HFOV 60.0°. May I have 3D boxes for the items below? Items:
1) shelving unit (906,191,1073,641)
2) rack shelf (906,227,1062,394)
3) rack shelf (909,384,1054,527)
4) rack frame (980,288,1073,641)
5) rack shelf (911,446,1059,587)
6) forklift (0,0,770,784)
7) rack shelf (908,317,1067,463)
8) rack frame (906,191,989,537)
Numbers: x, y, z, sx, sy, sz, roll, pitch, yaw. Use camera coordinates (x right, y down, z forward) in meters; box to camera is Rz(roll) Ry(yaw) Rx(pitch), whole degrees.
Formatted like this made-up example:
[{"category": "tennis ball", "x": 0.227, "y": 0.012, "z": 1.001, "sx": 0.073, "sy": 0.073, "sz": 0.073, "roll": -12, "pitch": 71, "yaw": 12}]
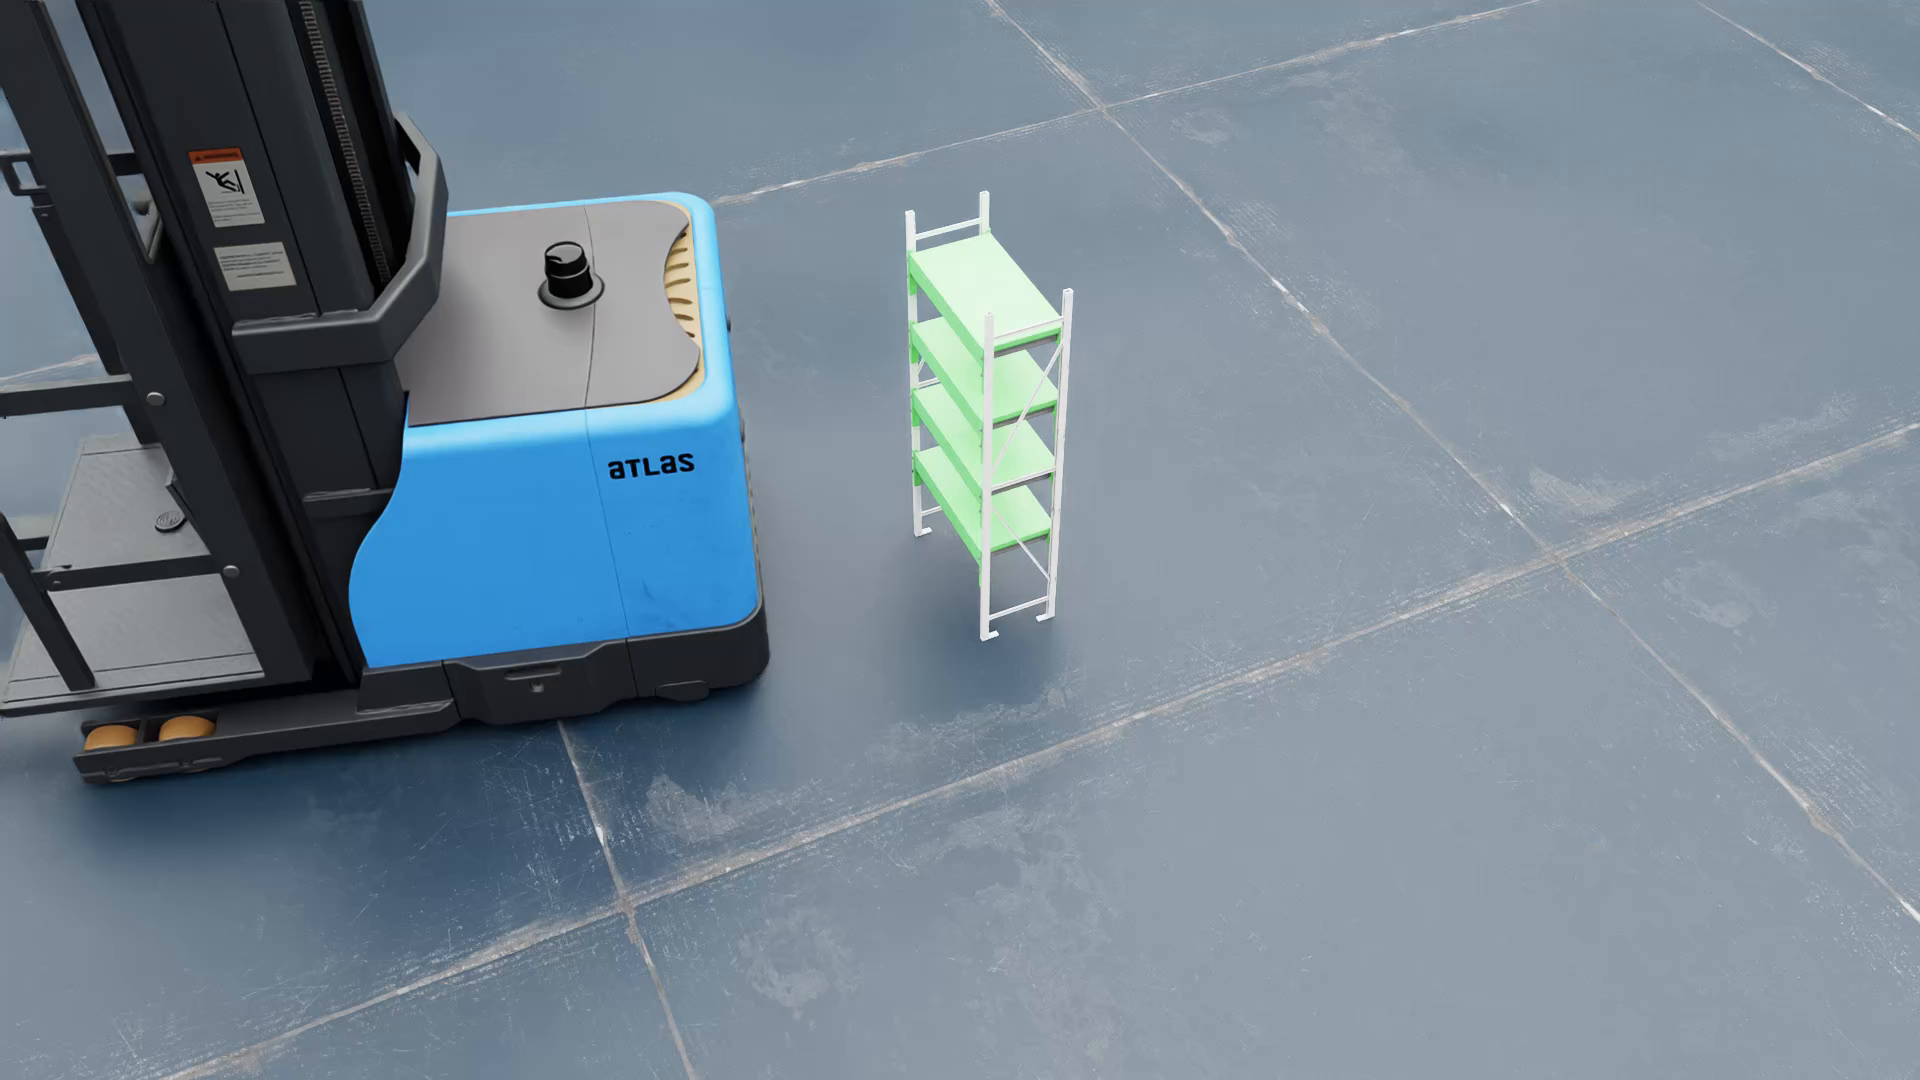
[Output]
[{"category": "shelving unit", "x": 0.070, "y": -0.322, "z": 4.722, "sx": 0.258, "sy": 1.200, "sz": 0.503, "roll": -18, "pitch": 47, "yaw": -17}, {"category": "rack shelf", "x": 0.070, "y": -0.618, "z": 4.429, "sx": 0.258, "sy": 0.148, "sz": 0.480, "roll": -18, "pitch": 47, "yaw": -17}, {"category": "rack shelf", "x": 0.070, "y": -0.276, "z": 4.767, "sx": 0.258, "sy": 0.148, "sz": 0.480, "roll": -18, "pitch": 47, "yaw": -17}, {"category": "rack frame", "x": 0.172, "y": -0.166, "z": 4.564, "sx": 0.240, "sy": 1.200, "sz": 0.015, "roll": -18, "pitch": 47, "yaw": -17}, {"category": "rack shelf", "x": 0.070, "y": -0.105, "z": 4.935, "sx": 0.258, "sy": 0.148, "sz": 0.480, "roll": -18, "pitch": 47, "yaw": -17}, {"category": "forklift", "x": -2.114, "y": -0.780, "z": 3.953, "sx": 3.031, "sy": 2.935, "sz": 1.130, "roll": -7, "pitch": 45, "yaw": -7}, {"category": "rack shelf", "x": 0.070, "y": -0.447, "z": 4.598, "sx": 0.258, "sy": 0.148, "sz": 0.480, "roll": -18, "pitch": 47, "yaw": -17}, {"category": "rack frame", "x": -0.033, "y": -0.477, "z": 4.879, "sx": 0.240, "sy": 1.200, "sz": 0.015, "roll": -18, "pitch": 47, "yaw": -17}]
